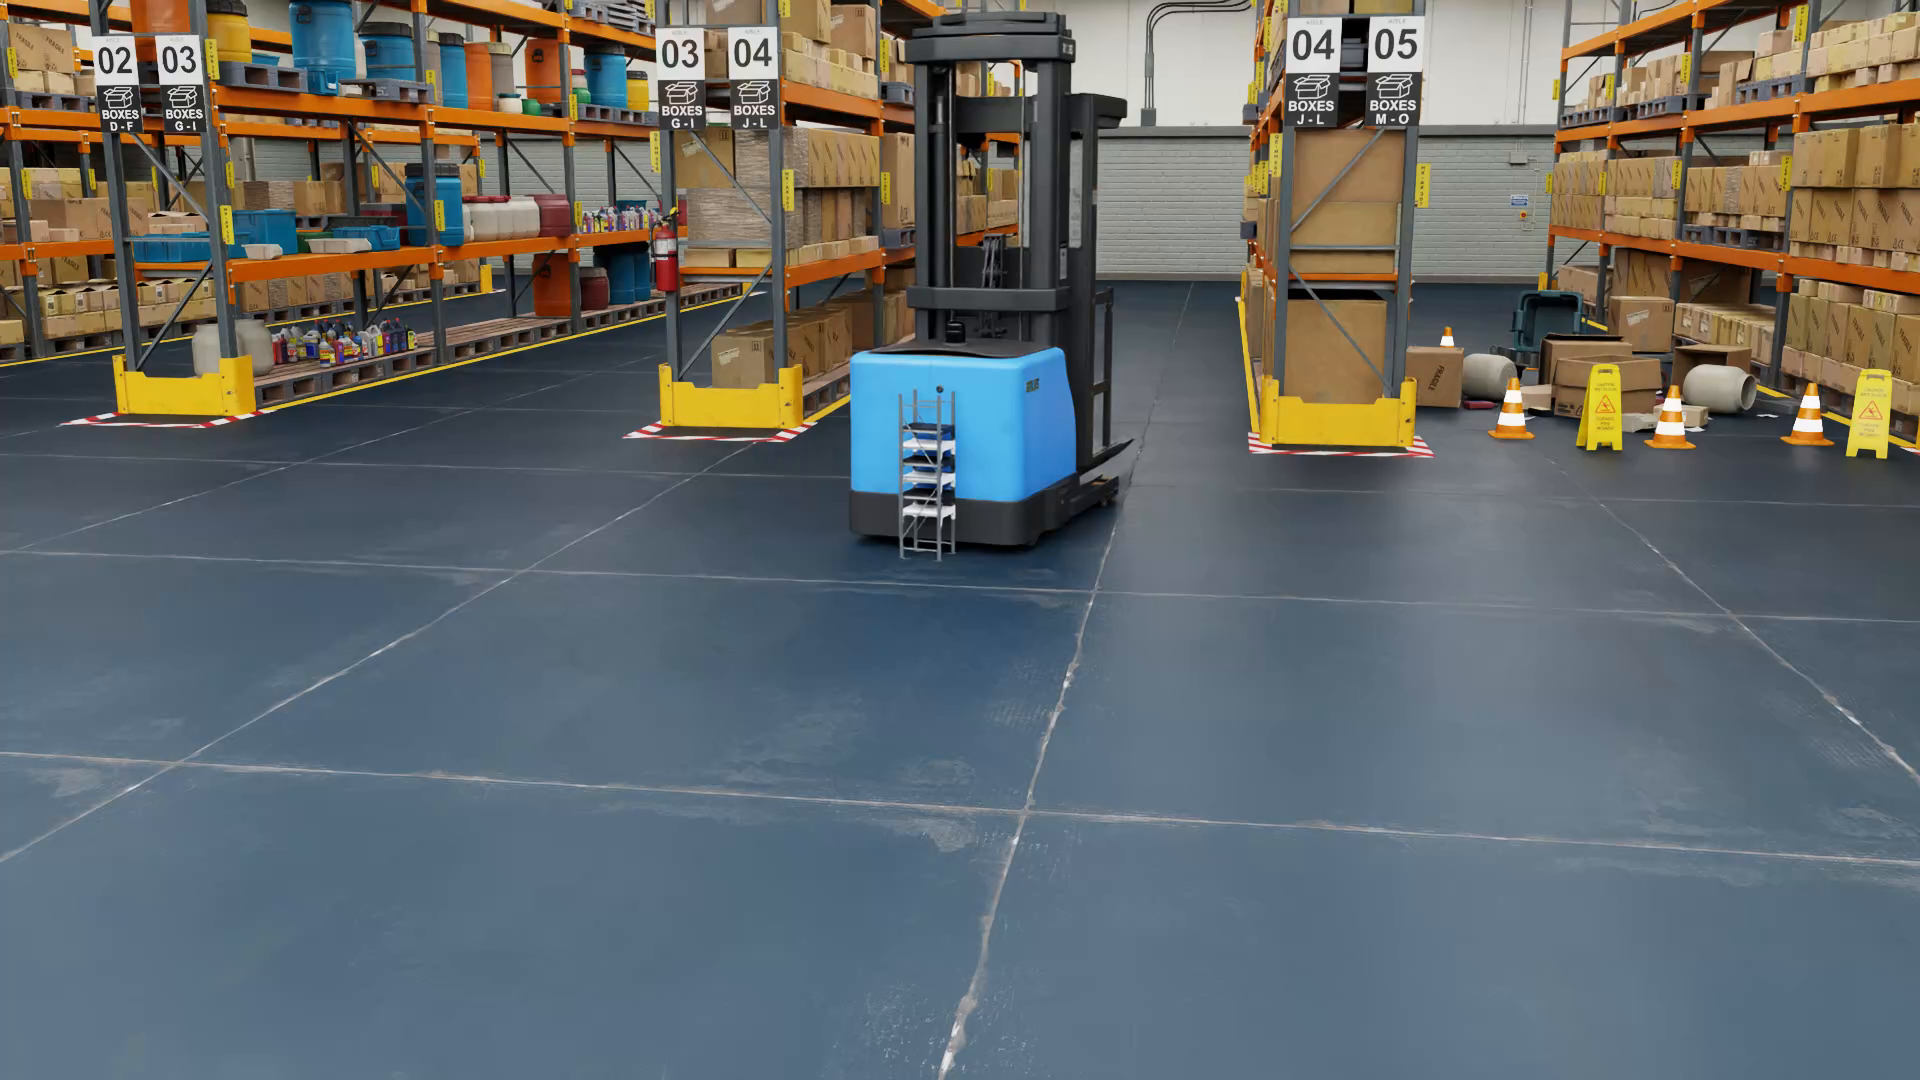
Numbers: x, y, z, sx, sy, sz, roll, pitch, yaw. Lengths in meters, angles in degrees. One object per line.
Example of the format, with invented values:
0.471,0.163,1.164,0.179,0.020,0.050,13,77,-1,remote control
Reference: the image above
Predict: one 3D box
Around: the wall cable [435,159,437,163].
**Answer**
-12.930,-8.818,36.419,3.097,2.526,0.112,2,12,9,wall cable

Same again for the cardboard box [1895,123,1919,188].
7.809,-3.005,13.003,0.700,0.500,0.500,2,12,9,cardboard box

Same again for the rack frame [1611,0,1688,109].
9.707,-7.535,23.095,1.000,3.000,0.127,2,12,9,rack frame

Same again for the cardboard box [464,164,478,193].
-9.055,-6.514,29.986,0.500,0.500,0.500,2,12,8,cardboard box

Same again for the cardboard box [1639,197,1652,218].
9.049,-4.263,21.326,0.500,0.250,0.500,2,12,7,cardboard box

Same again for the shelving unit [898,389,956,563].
-0.177,-0.348,8.972,0.258,0.900,0.210,5,13,20,shelving unit

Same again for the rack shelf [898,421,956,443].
-0.177,-0.579,8.922,0.258,0.077,0.200,5,13,20,rack shelf

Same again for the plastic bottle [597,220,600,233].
-5.072,-4.381,23.172,0.097,0.201,0.097,0,12,0,plastic bottle

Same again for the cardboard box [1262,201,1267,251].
3.386,-3.242,17.180,0.500,0.500,0.500,2,12,8,cardboard box

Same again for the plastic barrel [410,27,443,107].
-6.245,-5.379,19.021,0.600,0.901,0.600,0,12,0,plastic barrel

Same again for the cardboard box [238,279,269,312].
-10.136,-3.491,23.460,0.500,0.500,0.500,2,12,11,cardboard box

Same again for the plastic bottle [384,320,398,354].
-6.053,-2.155,17.616,0.144,0.351,0.185,1,12,6,plastic bottle

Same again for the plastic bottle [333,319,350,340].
-6.601,-2.179,17.728,0.144,0.351,0.185,2,12,9,plastic bottle

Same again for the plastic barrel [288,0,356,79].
-6.469,-5.131,16.876,0.600,0.901,0.708,2,12,9,plastic barrel

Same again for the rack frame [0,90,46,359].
-11.104,-3.579,18.982,1.000,3.000,0.127,2,12,9,rack frame

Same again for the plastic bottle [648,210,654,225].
-4.711,-4.884,25.314,0.061,0.283,0.133,2,12,9,plastic bottle

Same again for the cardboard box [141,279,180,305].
-10.479,-3.217,21.499,0.500,0.311,0.500,2,12,8,cardboard box

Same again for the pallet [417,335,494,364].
-6.127,-2.220,19.292,1.003,0.211,1.213,2,12,9,pallet

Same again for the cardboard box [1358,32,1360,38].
3.479,-4.112,13.696,0.380,0.149,0.250,2,12,9,cardboard box

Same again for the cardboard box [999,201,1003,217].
0.401,-5.296,26.597,0.500,0.250,0.500,2,12,10,cardboard box

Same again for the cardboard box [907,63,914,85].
-0.686,-5.533,19.503,0.500,0.500,0.500,2,12,10,cardboard box

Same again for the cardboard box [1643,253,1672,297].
9.421,-3.263,21.558,0.875,0.875,0.875,2,12,9,cardboard box

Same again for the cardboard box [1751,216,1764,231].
8.345,-3.244,17.027,0.380,0.149,0.250,2,12,8,cardboard box

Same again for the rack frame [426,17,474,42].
-9.258,-9.010,29.942,1.000,3.000,0.127,2,12,9,rack frame

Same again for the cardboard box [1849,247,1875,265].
7.894,-2.439,14.288,0.380,0.149,0.250,2,12,8,cardboard box

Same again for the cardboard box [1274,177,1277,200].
3.217,-3.265,14.603,0.875,0.550,0.500,2,12,9,cardboard box

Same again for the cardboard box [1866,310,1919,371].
7.804,-1.616,13.620,0.500,0.500,0.500,2,12,11,cardboard box

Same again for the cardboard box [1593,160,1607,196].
9.506,-5.247,24.108,0.500,0.500,0.500,2,12,8,cardboard box

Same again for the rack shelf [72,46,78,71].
-15.076,-7.374,25.005,1.077,0.370,4.000,2,12,9,rack shelf

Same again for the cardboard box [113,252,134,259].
-14.319,-4.923,28.612,0.380,0.149,0.250,2,12,11,cardboard box

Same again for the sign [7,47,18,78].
-10.555,-5.320,18.522,0.100,0.325,0.005,2,12,9,sign

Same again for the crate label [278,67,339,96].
-6.211,-4.358,15.828,0.502,0.251,0.408,2,12,9,crate label

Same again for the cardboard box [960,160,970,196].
-0.292,-5.187,23.821,0.797,0.503,0.637,2,12,9,cardboard box

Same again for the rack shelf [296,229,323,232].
-10.181,-4.477,24.854,1.077,0.370,4.000,2,12,9,rack shelf

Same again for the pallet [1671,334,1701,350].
8.970,-2.243,19.402,1.003,0.211,1.213,2,12,9,pallet

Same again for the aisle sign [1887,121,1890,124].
14.947,-6.569,26.684,0.394,0.787,0.004,2,12,9,aisle sign

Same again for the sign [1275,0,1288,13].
2.421,-4.124,12.476,0.100,0.325,0.005,2,12,9,sign

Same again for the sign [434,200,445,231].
-5.668,-3.533,18.112,0.100,0.325,0.005,2,12,9,sign

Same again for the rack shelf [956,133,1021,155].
0.222,-6.454,26.908,1.077,0.370,4.000,2,12,9,rack shelf

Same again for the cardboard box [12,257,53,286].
-14.874,-4.234,26.127,0.750,0.750,0.750,2,12,10,cardboard box

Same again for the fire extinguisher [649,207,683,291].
-2.404,-2.378,13.593,0.296,0.674,0.183,2,12,9,fire extinguisher

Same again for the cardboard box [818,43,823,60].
-1.426,-4.332,14.766,0.380,0.149,0.250,1,12,6,cardboard box

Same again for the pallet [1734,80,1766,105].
8.833,-4.652,17.286,1.213,0.211,1.003,2,12,9,pallet

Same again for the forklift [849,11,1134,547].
0.374,-1.663,10.254,1.130,2.935,3.031,5,13,20,forklift

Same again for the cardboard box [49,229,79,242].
-10.765,-3.634,19.834,0.380,0.149,0.250,2,12,9,cardboard box

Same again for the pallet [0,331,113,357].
-11.029,-2.371,19.994,1.003,0.211,1.213,2,12,9,pallet

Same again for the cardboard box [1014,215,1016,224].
0.762,-5.494,28.462,0.380,0.149,0.250,2,12,9,cardboard box

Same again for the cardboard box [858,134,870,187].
-1.189,-3.734,16.383,0.500,0.500,0.500,2,12,9,cardboard box

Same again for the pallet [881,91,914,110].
-0.959,-4.973,18.776,1.213,0.211,1.003,2,12,9,pallet

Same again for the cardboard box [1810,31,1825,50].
8.105,-4.615,15.371,0.380,0.149,0.250,2,12,8,cardboard box

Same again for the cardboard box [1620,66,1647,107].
9.285,-6.148,22.548,0.500,0.500,0.500,2,12,8,cardboard box

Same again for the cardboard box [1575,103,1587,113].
9.927,-6.813,26.230,0.380,0.149,0.250,2,12,11,cardboard box

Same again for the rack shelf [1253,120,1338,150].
4.493,-5.440,22.201,1.077,0.370,4.000,2,12,9,rack shelf
